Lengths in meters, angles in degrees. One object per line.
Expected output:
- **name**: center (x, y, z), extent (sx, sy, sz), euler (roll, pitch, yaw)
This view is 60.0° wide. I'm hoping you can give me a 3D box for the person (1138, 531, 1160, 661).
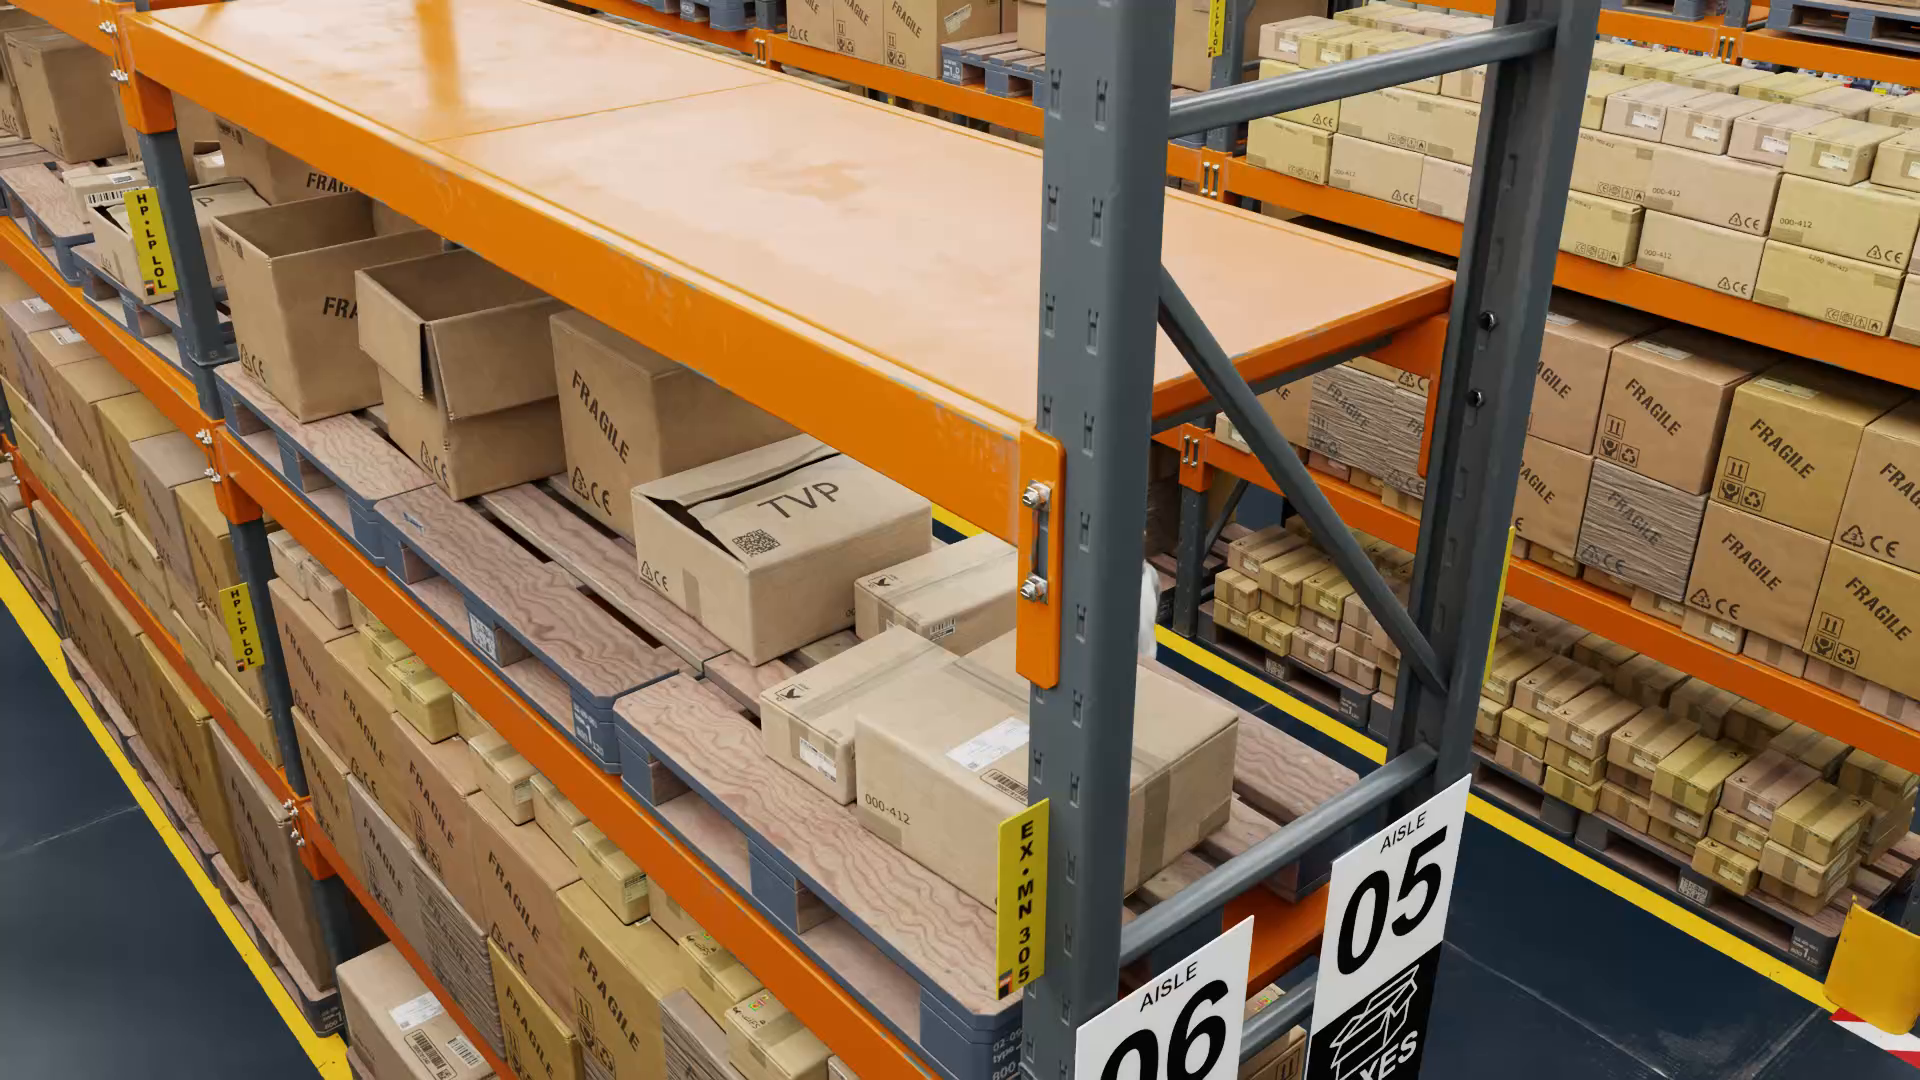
- **person**: center (0.661, 0.614, 7.601), extent (0.530, 1.735, 0.931), euler (-9, 29, -16)
